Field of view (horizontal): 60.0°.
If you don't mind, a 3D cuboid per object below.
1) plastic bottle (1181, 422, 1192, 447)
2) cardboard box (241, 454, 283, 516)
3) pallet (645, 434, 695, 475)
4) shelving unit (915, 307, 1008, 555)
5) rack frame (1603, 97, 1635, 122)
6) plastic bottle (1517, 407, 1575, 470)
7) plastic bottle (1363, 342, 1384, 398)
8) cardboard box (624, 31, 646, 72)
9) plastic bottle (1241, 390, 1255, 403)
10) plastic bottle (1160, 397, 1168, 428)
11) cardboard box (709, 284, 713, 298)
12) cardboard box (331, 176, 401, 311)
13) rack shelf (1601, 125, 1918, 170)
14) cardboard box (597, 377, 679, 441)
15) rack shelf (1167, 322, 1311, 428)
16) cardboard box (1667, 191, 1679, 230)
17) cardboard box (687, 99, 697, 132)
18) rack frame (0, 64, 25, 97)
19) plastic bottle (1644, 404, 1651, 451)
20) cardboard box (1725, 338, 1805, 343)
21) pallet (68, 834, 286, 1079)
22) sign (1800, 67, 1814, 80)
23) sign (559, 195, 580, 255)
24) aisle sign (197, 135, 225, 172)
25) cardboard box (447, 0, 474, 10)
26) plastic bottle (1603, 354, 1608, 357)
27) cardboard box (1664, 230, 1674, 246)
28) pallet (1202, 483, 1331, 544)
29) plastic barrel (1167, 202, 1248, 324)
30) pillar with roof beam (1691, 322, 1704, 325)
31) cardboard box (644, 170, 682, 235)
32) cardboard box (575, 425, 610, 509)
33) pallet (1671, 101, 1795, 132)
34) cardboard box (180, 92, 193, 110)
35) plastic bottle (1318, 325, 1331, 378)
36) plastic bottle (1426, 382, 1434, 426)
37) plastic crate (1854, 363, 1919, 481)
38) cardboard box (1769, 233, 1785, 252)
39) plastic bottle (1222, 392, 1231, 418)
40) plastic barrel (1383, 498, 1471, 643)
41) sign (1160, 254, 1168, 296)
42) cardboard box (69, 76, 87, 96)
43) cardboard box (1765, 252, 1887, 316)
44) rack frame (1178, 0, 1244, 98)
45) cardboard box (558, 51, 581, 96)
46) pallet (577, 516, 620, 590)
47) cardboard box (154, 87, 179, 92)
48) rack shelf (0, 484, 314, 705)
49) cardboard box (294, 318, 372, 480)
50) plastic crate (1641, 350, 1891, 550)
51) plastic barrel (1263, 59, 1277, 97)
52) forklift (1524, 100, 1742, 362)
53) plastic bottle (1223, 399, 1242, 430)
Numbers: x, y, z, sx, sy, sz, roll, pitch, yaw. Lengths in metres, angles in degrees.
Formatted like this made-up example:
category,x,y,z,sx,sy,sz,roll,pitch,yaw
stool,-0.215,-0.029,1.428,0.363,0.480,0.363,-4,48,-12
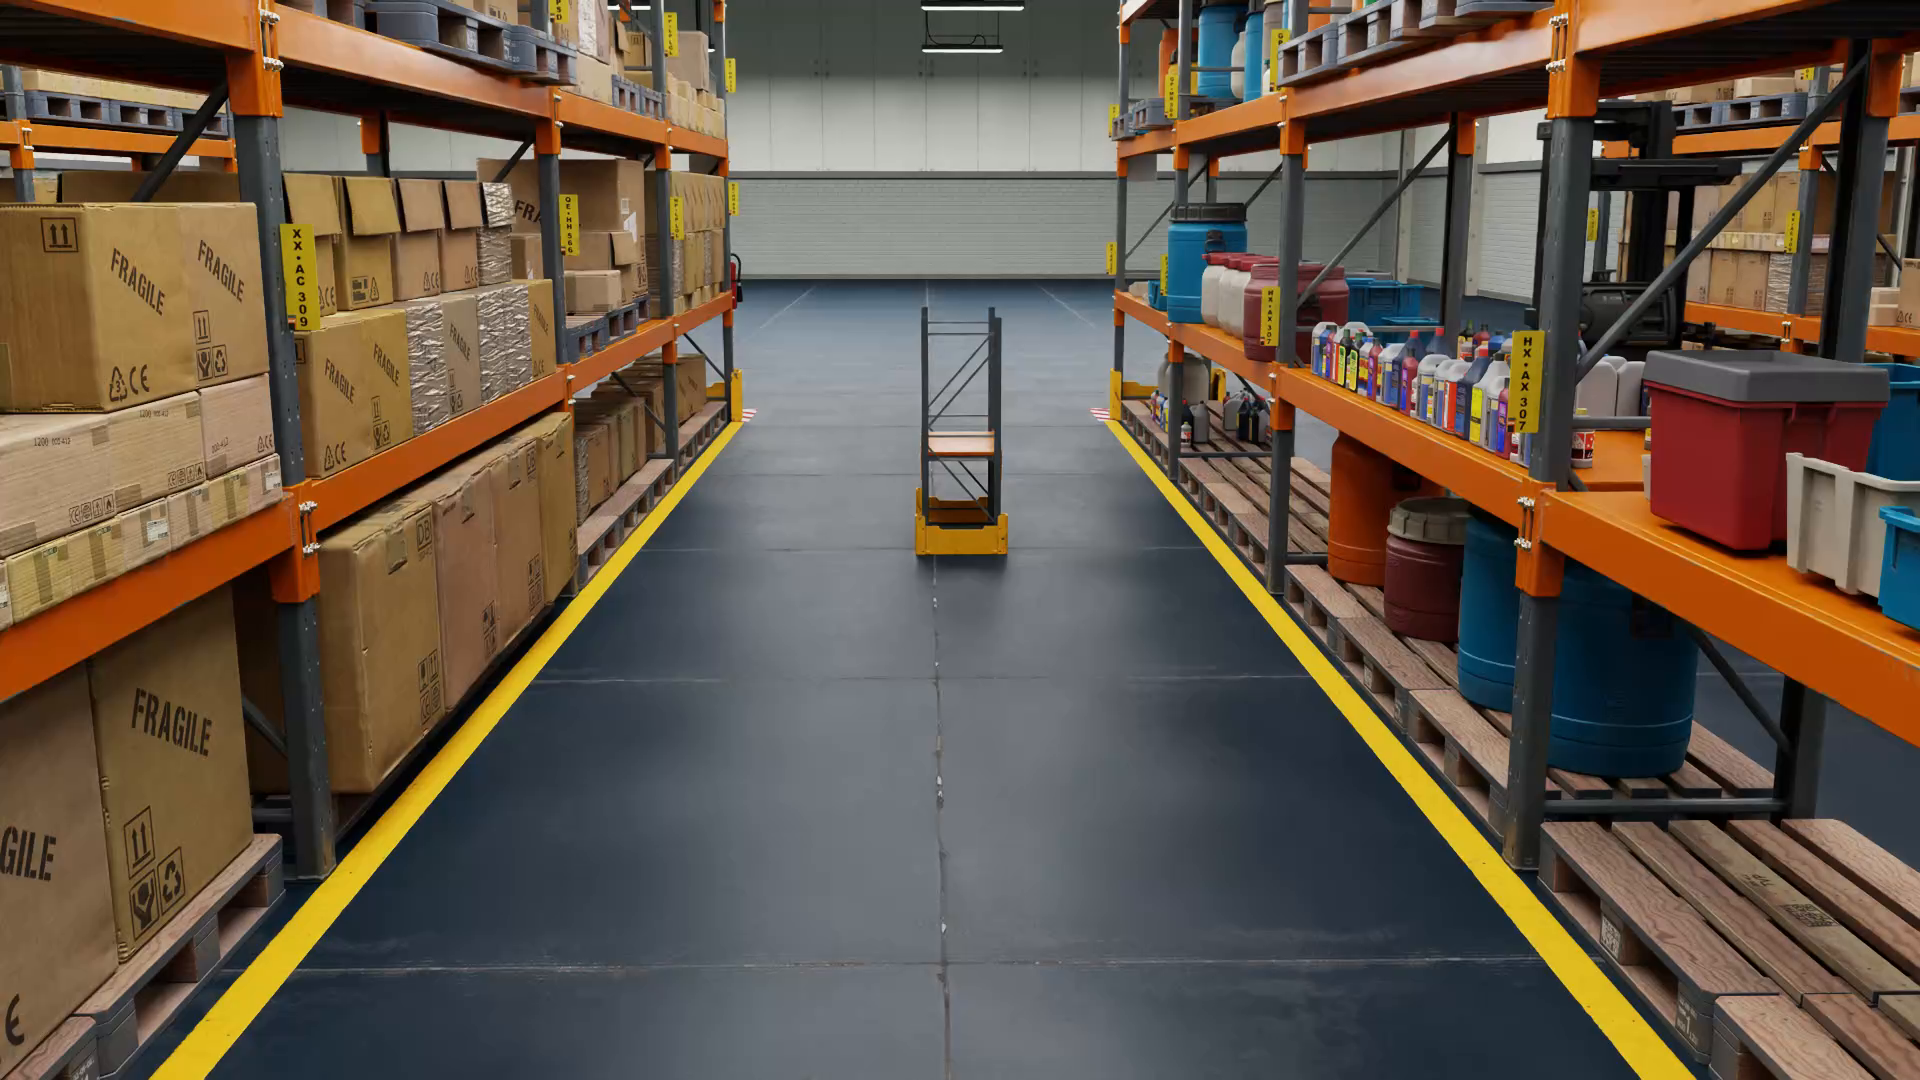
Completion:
category,x,y,z,sx,sy,sz,roll,pitch,yaw
plastic bottle,1.868,-0.875,13.759,0.097,0.201,0.097,0,11,0
cardboard box,-2.265,-0.167,4.970,0.380,0.149,0.250,0,11,-1
pallet,-2.814,-0.706,14.010,1.003,0.211,1.213,0,11,-1
shelving unit,-0.002,-0.750,10.985,0.587,1.500,1.083,0,11,-1
rack frame,7.057,-5.715,16.595,1.000,3.000,0.127,0,11,-1
plastic bottle,2.021,-0.386,5.729,0.152,0.276,0.135,0,11,-1
plastic bottle,1.950,-0.808,7.819,0.097,0.271,0.097,0,11,0
cardboard box,-3.087,-4.348,15.147,0.500,0.500,0.500,0,11,-1
plastic bottle,2.573,-1.162,14.796,0.144,0.351,0.185,0,11,-2
plastic bottle,1.844,-1.144,14.907,0.097,0.271,0.097,0,11,0
cardboard box,-2.584,-2.407,16.011,0.380,0.149,0.250,0,11,-1
cardboard box,-2.623,-1.153,6.426,0.797,0.503,0.637,0,11,-1
rack shelf,7.098,-3.495,15.005,1.077,0.370,4.000,0,11,-1
cardboard box,-2.752,-1.114,14.236,0.500,0.500,0.500,4,12,17
rack shelf,2.229,-1.210,11.288,1.077,0.370,4.000,0,11,-1
cardboard box,7.083,-3.151,15.534,0.700,0.500,0.500,0,11,-1
cardboard box,-2.533,-3.631,14.244,0.500,0.250,0.500,-1,11,-3
rack frame,-7.726,-4.879,12.478,1.000,3.000,0.127,0,11,-1
plastic bottle,2.592,-0.434,6.156,0.097,0.201,0.097,0,11,0
cardboard box,7.410,-1.597,15.360,0.500,0.500,0.500,0,11,-1
pallet,-2.662,1.169,4.768,1.003,0.211,1.213,0,11,-1
sign,6.585,-3.739,12.902,0.100,0.325,0.005,0,11,-1
sign,-2.127,-1.715,9.056,0.100,0.325,0.005,0,11,-1
aisle sign,-7.510,-4.024,16.810,0.394,0.787,0.004,0,11,-1
cardboard box,-2.491,-2.577,7.366,0.500,0.500,0.500,0,11,2
plastic bottle,2.725,-0.654,7.060,0.097,0.271,0.097,0,11,0
cardboard box,6.873,-2.858,15.717,0.380,0.149,0.250,-1,11,-3
pallet,2.271,-0.194,11.486,1.003,0.211,1.213,0,11,-1
plastic barrel,1.892,-2.128,12.741,0.600,0.901,0.708,0,11,-1
pillar with roof beam,8.337,-7.968,27.702,9.100,9.000,0.400,0,11,-1
cardboard box,-2.520,-2.715,13.383,0.500,0.500,0.500,0,11,-1
cardboard box,-2.759,-0.491,11.116,0.700,0.500,0.500,1,11,4
pallet,7.074,-3.818,15.011,1.003,0.211,1.213,0,11,-1
cardboard box,-7.447,-4.120,15.603,0.380,0.149,0.250,0,11,-1
plastic bottle,1.931,-0.991,8.725,0.097,0.271,0.097,0,11,0
plastic bottle,1.971,-0.572,6.834,0.097,0.201,0.097,0,11,0
plastic crate,2.703,-0.300,4.882,0.392,0.384,0.575,0,11,-1
cardboard box,6.917,-2.449,13.702,0.380,0.149,0.250,0,11,-2
plastic bottle,2.452,-1.225,15.281,0.061,0.283,0.133,0,11,-1
plastic barrel,2.321,0.133,7.869,0.600,0.588,0.708,0,11,-1
sign,1.637,-2.096,13.148,0.100,0.325,0.005,0,11,-1
cardboard box,-7.404,-3.716,13.611,0.380,0.149,0.250,0,11,-1
cardboard box,7.124,-2.117,13.697,0.700,0.500,0.500,-1,11,-3
rack frame,2.187,-4.900,12.579,1.000,3.000,0.127,0,11,-1
cardboard box,-2.437,-2.636,9.339,0.500,0.250,0.500,0,11,0
pallet,-2.697,0.067,10.199,1.003,0.211,1.213,0,11,-1
cardboard box,-7.500,-4.236,15.173,0.500,0.250,0.500,0,11,-1
rack shelf,-2.558,0.401,3.349,1.077,0.370,4.000,0,11,-1
cardboard box,-2.359,-0.491,5.683,0.500,0.500,0.500,0,11,-1
plastic crate,2.120,-0.252,4.445,0.402,0.464,0.583,0,11,-1
plastic barrel,2.010,-2.819,10.213,0.301,0.262,0.301,0,11,0
forklift,4.849,-1.706,12.094,1.130,2.935,3.031,-1,11,-3
plastic bottle,2.425,-1.119,14.776,0.152,0.276,0.135,0,11,-1
